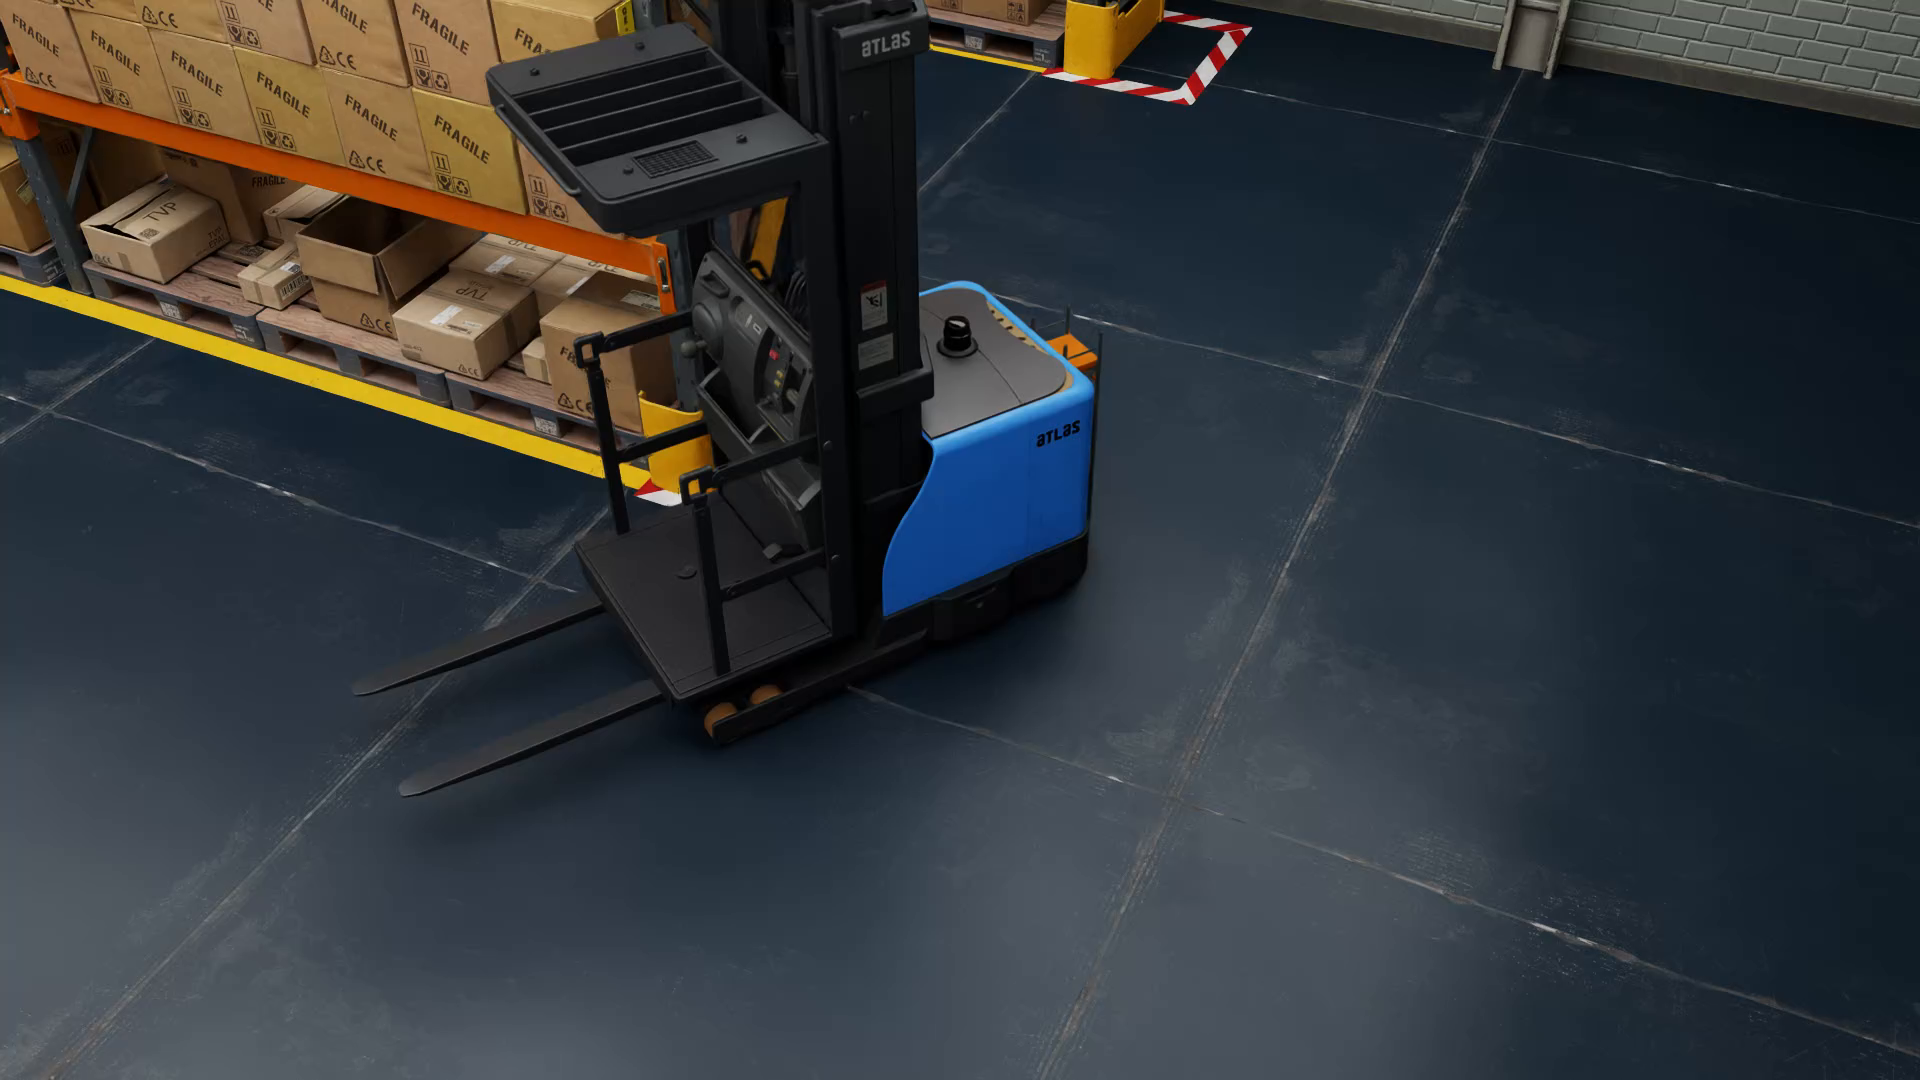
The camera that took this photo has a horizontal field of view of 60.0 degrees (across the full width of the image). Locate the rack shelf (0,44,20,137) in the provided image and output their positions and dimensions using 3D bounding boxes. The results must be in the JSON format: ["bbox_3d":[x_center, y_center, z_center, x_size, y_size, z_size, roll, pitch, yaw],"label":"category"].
[{"bbox_3d":[-6.465,-3.071,9.436,4.000,0.370,1.077,17,44,19],"label":"rack shelf"}]

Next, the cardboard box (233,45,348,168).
[{"bbox_3d":[-2.927,-2.104,7.695,0.500,0.500,0.500,16,44,18],"label":"cardboard box"}]

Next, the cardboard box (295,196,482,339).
[{"bbox_3d":[-2.948,-1.495,8.638,0.637,0.503,0.797,17,44,19],"label":"cardboard box"}]

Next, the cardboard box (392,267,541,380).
[{"bbox_3d":[-2.473,-1.094,8.369,0.500,0.250,0.500,17,44,19],"label":"cardboard box"}]

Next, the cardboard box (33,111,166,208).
[{"bbox_3d":[-4.988,-2.289,9.557,0.500,0.500,0.500,15,43,17],"label":"cardboard box"}]

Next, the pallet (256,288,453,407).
[{"bbox_3d":[-2.921,-1.207,8.866,1.213,0.211,1.003,17,44,19],"label":"pallet"}]

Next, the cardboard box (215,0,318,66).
[{"bbox_3d":[-2.943,-2.479,7.364,0.500,0.500,0.500,18,44,20],"label":"cardboard box"}]

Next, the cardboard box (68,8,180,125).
[{"bbox_3d":[-3.841,-2.384,8.018,0.500,0.500,0.500,18,44,19],"label":"cardboard box"}]

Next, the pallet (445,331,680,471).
[{"bbox_3d":[-1.819,-0.869,8.475,1.213,0.211,1.003,17,44,19],"label":"pallet"}]

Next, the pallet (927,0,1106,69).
[{"bbox_3d":[0.306,-3.744,11.792,1.213,0.211,1.003,17,44,19],"label":"pallet"}]

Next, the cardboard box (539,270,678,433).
[{"bbox_3d":[-1.625,-0.907,7.963,0.500,0.500,0.500,17,44,19],"label":"cardboard box"}]

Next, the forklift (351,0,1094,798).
[{"bbox_3d":[-0.962,-0.688,6.190,3.031,2.935,1.130,-22,46,-23],"label":"forklift"}]

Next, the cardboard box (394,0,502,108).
[{"bbox_3d":[-2.005,-2.196,7.038,0.500,0.500,0.500,18,44,20],"label":"cardboard box"}]

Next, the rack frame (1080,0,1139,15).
[{"bbox_3d":[1.063,-4.622,10.677,0.127,3.000,1.000,17,44,19],"label":"rack frame"}]

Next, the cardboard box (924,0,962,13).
[{"bbox_3d":[-0.067,-4.110,11.673,0.500,0.500,0.700,17,44,19],"label":"cardboard box"}]

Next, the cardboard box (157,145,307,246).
[{"bbox_3d":[-4.016,-2.021,9.248,0.500,0.500,0.500,17,44,19],"label":"cardboard box"}]

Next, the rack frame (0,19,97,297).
[{"bbox_3d":[-4.653,-2.789,8.561,0.127,3.000,1.000,17,44,19],"label":"rack frame"}]

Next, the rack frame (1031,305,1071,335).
[{"bbox_3d":[0.391,-0.585,7.507,0.200,1.050,0.008,-22,45,-23],"label":"rack frame"}]

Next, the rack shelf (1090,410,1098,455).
[{"bbox_3d":[0.455,-0.509,7.435,0.215,0.259,0.240,-22,45,-23],"label":"rack shelf"}]

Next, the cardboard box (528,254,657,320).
[{"bbox_3d":[-1.854,-1.266,8.568,0.500,0.250,0.500,17,44,19],"label":"cardboard box"}]

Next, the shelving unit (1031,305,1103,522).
[{"bbox_3d":[0.455,-0.517,7.428,0.215,1.050,0.252,-22,45,-23],"label":"shelving unit"}]

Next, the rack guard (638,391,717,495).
[{"bbox_3d":[-1.097,-0.758,8.126,0.348,0.500,1.175,17,44,19],"label":"rack guard"}]

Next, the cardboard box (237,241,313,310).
[{"bbox_3d":[-3.576,-1.406,8.793,0.250,0.166,0.380,17,44,19],"label":"cardboard box"}]

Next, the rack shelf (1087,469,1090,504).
[{"bbox_3d":[0.455,-0.299,7.617,0.215,0.259,0.240,-22,45,-23],"label":"rack shelf"}]

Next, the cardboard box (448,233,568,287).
[{"bbox_3d":[-2.307,-1.404,8.727,0.500,0.250,0.500,17,44,19],"label":"cardboard box"}]

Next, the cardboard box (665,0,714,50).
[{"bbox_3d":[-1.318,-2.376,7.245,0.500,0.500,0.500,18,44,20],"label":"cardboard box"}]

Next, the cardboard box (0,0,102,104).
[{"bbox_3d":[-4.306,-2.524,8.179,0.500,0.500,0.500,18,44,20],"label":"cardboard box"}]

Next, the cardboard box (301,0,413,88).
[{"bbox_3d":[-2.477,-2.337,7.200,0.500,0.500,0.500,18,44,20],"label":"cardboard box"}]

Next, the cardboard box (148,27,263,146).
[{"bbox_3d":[-3.388,-2.244,7.856,0.500,0.500,0.500,17,44,18],"label":"cardboard box"}]

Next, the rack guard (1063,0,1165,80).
[{"bbox_3d":[1.085,-3.671,11.488,0.348,0.500,1.175,17,44,19],"label":"rack guard"}]

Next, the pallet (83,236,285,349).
[{"bbox_3d":[-4.031,-1.544,9.255,1.213,0.211,1.003,17,44,19],"label":"pallet"}]

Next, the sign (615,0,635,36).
[{"bbox_3d":[-1.280,-1.914,6.427,0.005,0.325,0.100,17,44,19],"label":"sign"}]

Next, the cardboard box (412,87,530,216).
[{"bbox_3d":[-2.020,-1.823,7.371,0.500,0.500,0.500,17,44,19],"label":"cardboard box"}]

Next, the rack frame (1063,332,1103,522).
[{"bbox_3d":[0.519,-0.449,7.350,0.200,1.050,0.008,-22,45,-23],"label":"rack frame"}]

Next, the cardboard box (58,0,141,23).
[{"bbox_3d":[-3.877,-2.764,7.693,0.500,0.500,0.500,16,43,17],"label":"cardboard box"}]

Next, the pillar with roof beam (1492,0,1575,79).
[{"bbox_3d":[2.056,-4.100,5.494,0.400,9.000,9.100,17,44,19],"label":"pillar with roof beam"}]

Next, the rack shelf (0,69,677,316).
[{"bbox_3d":[-2.840,-1.963,8.158,4.000,0.370,1.077,17,44,19],"label":"rack shelf"}]

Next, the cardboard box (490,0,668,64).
[{"bbox_3d":[-1.547,-2.057,6.877,0.500,0.500,0.500,17,44,18],"label":"cardboard box"}]

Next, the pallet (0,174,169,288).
[{"bbox_3d":[-5.406,-1.938,9.709,1.213,0.211,1.003,17,44,19],"label":"pallet"}]

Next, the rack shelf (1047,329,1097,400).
[{"bbox_3d":[0.456,-0.724,7.250,0.215,0.259,0.240,-22,45,-23],"label":"rack shelf"}]

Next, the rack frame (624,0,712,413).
[{"bbox_3d":[-1.028,-1.681,7.283,0.127,3.000,1.000,17,44,19],"label":"rack frame"}]

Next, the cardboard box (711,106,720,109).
[{"bbox_3d":[-1.318,-1.998,7.573,0.500,0.500,0.500,18,44,20],"label":"cardboard box"}]

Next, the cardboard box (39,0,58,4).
[{"bbox_3d":[-4.345,-2.907,7.858,0.500,0.500,0.500,18,44,20],"label":"cardboard box"}]

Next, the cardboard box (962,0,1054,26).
[{"bbox_3d":[0.387,-3.971,11.513,0.500,0.500,0.700,17,44,19],"label":"cardboard box"}]

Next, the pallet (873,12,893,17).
[{"bbox_3d":[-0.796,-4.082,12.183,1.213,0.211,1.003,17,44,19],"label":"pallet"}]

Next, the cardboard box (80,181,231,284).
[{"bbox_3d":[-4.364,-1.694,9.016,0.500,0.311,0.500,17,44,19],"label":"cardboard box"}]

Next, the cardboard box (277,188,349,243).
[{"bbox_3d":[-3.337,-1.742,9.070,0.500,0.311,0.500,17,44,19],"label":"cardboard box"}]

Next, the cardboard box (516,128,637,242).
[{"bbox_3d":[-1.549,-1.681,7.207,0.500,0.500,0.500,18,44,20],"label":"cardboard box"}]

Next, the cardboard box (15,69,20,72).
[{"bbox_3d":[-5.476,-2.430,9.720,0.500,0.500,0.500,18,44,19],"label":"cardboard box"}]

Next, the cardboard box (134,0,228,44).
[{"bbox_3d":[-3.411,-2.622,7.529,0.500,0.500,0.500,16,43,17],"label":"cardboard box"}]

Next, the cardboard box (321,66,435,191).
[{"bbox_3d":[-2.470,-1.964,7.534,0.500,0.500,0.500,17,44,19],"label":"cardboard box"}]

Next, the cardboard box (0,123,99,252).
[{"bbox_3d":[-5.221,-1.977,9.197,0.500,0.500,0.500,17,44,18],"label":"cardboard box"}]

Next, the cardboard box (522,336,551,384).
[{"bbox_3d":[-1.954,-0.947,8.263,0.250,0.166,0.380,17,44,19],"label":"cardboard box"}]

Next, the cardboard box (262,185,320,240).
[{"bbox_3d":[-3.651,-1.820,9.284,0.250,0.149,0.380,17,44,19],"label":"cardboard box"}]
